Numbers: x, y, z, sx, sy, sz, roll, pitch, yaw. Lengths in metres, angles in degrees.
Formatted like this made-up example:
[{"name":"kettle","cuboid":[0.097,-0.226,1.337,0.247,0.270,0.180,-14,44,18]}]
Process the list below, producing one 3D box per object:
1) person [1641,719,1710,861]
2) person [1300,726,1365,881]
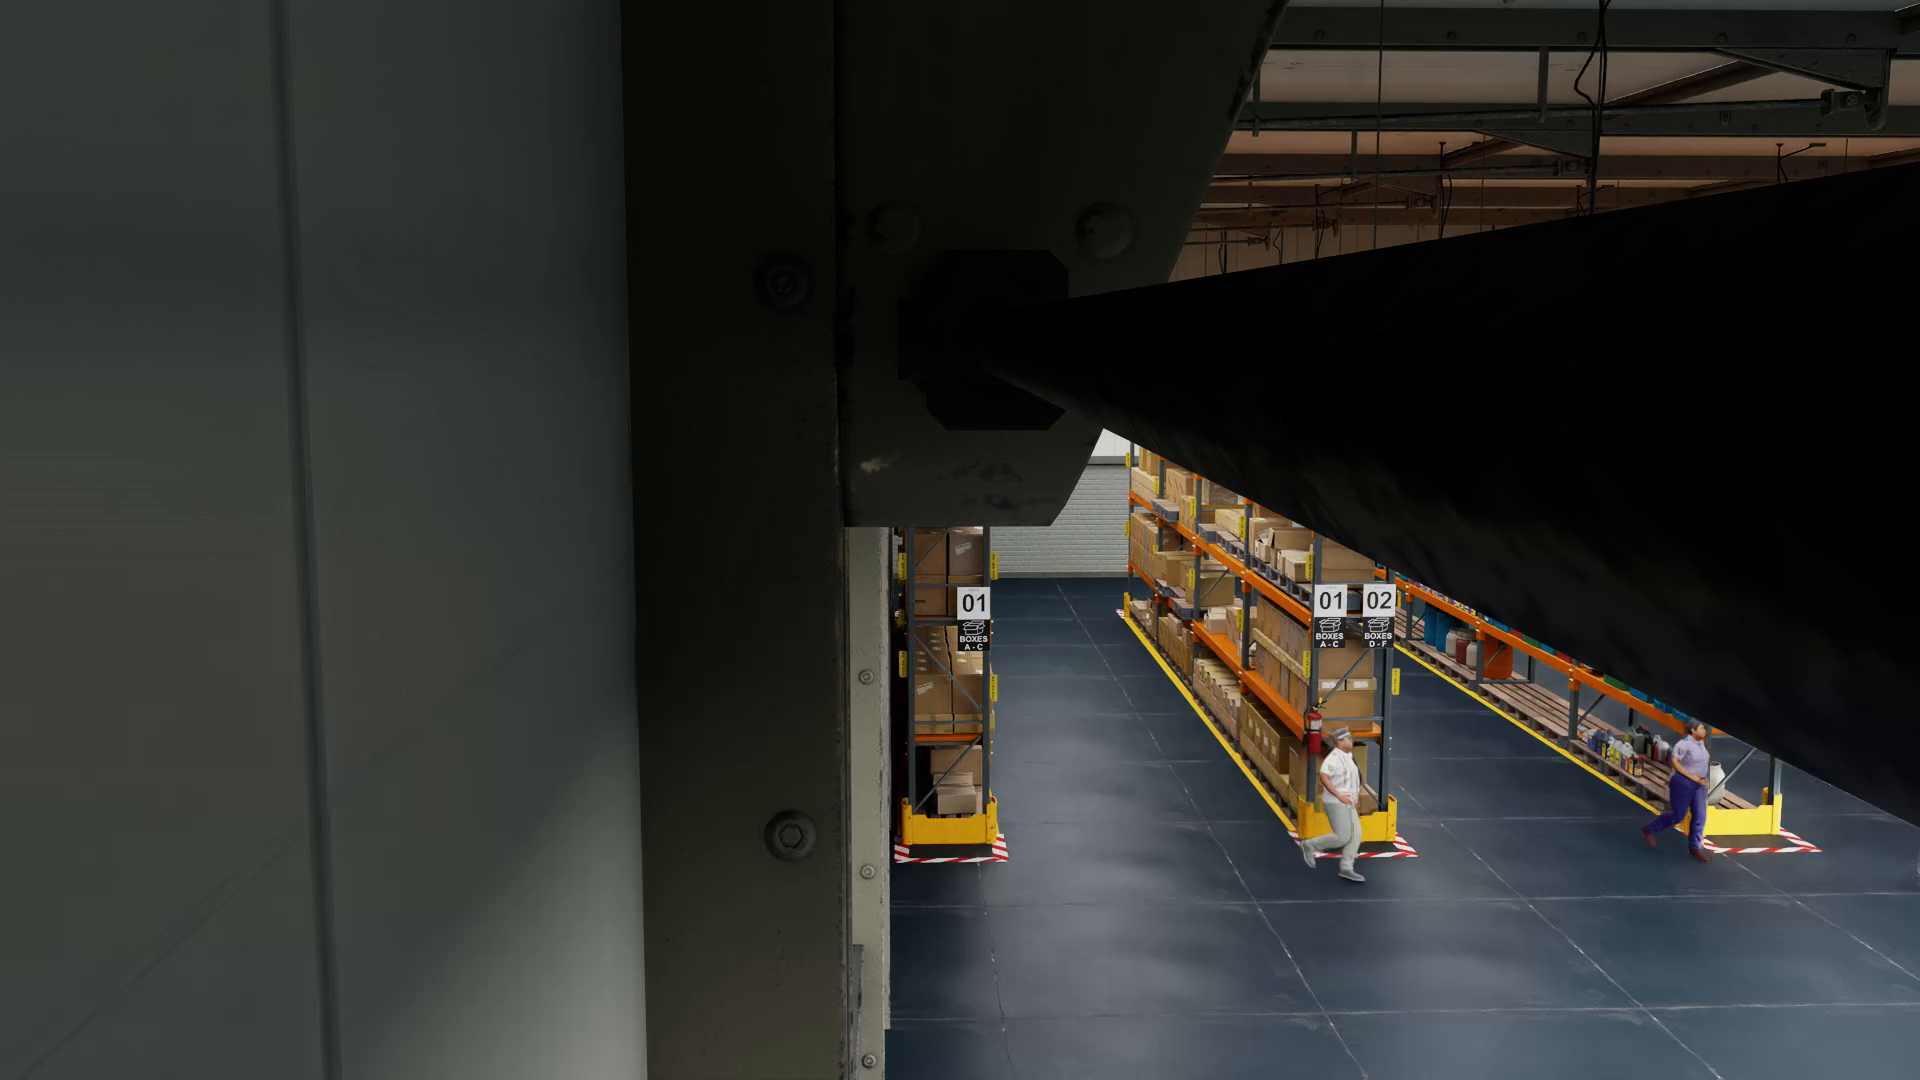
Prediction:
[{"name":"person","cuboid":[8.787,2.966,20.072,0.695,1.628,0.829,-5,9,-36]},{"name":"person","cuboid":[4.415,3.017,19.294,0.769,1.723,0.715,4,9,31]}]
